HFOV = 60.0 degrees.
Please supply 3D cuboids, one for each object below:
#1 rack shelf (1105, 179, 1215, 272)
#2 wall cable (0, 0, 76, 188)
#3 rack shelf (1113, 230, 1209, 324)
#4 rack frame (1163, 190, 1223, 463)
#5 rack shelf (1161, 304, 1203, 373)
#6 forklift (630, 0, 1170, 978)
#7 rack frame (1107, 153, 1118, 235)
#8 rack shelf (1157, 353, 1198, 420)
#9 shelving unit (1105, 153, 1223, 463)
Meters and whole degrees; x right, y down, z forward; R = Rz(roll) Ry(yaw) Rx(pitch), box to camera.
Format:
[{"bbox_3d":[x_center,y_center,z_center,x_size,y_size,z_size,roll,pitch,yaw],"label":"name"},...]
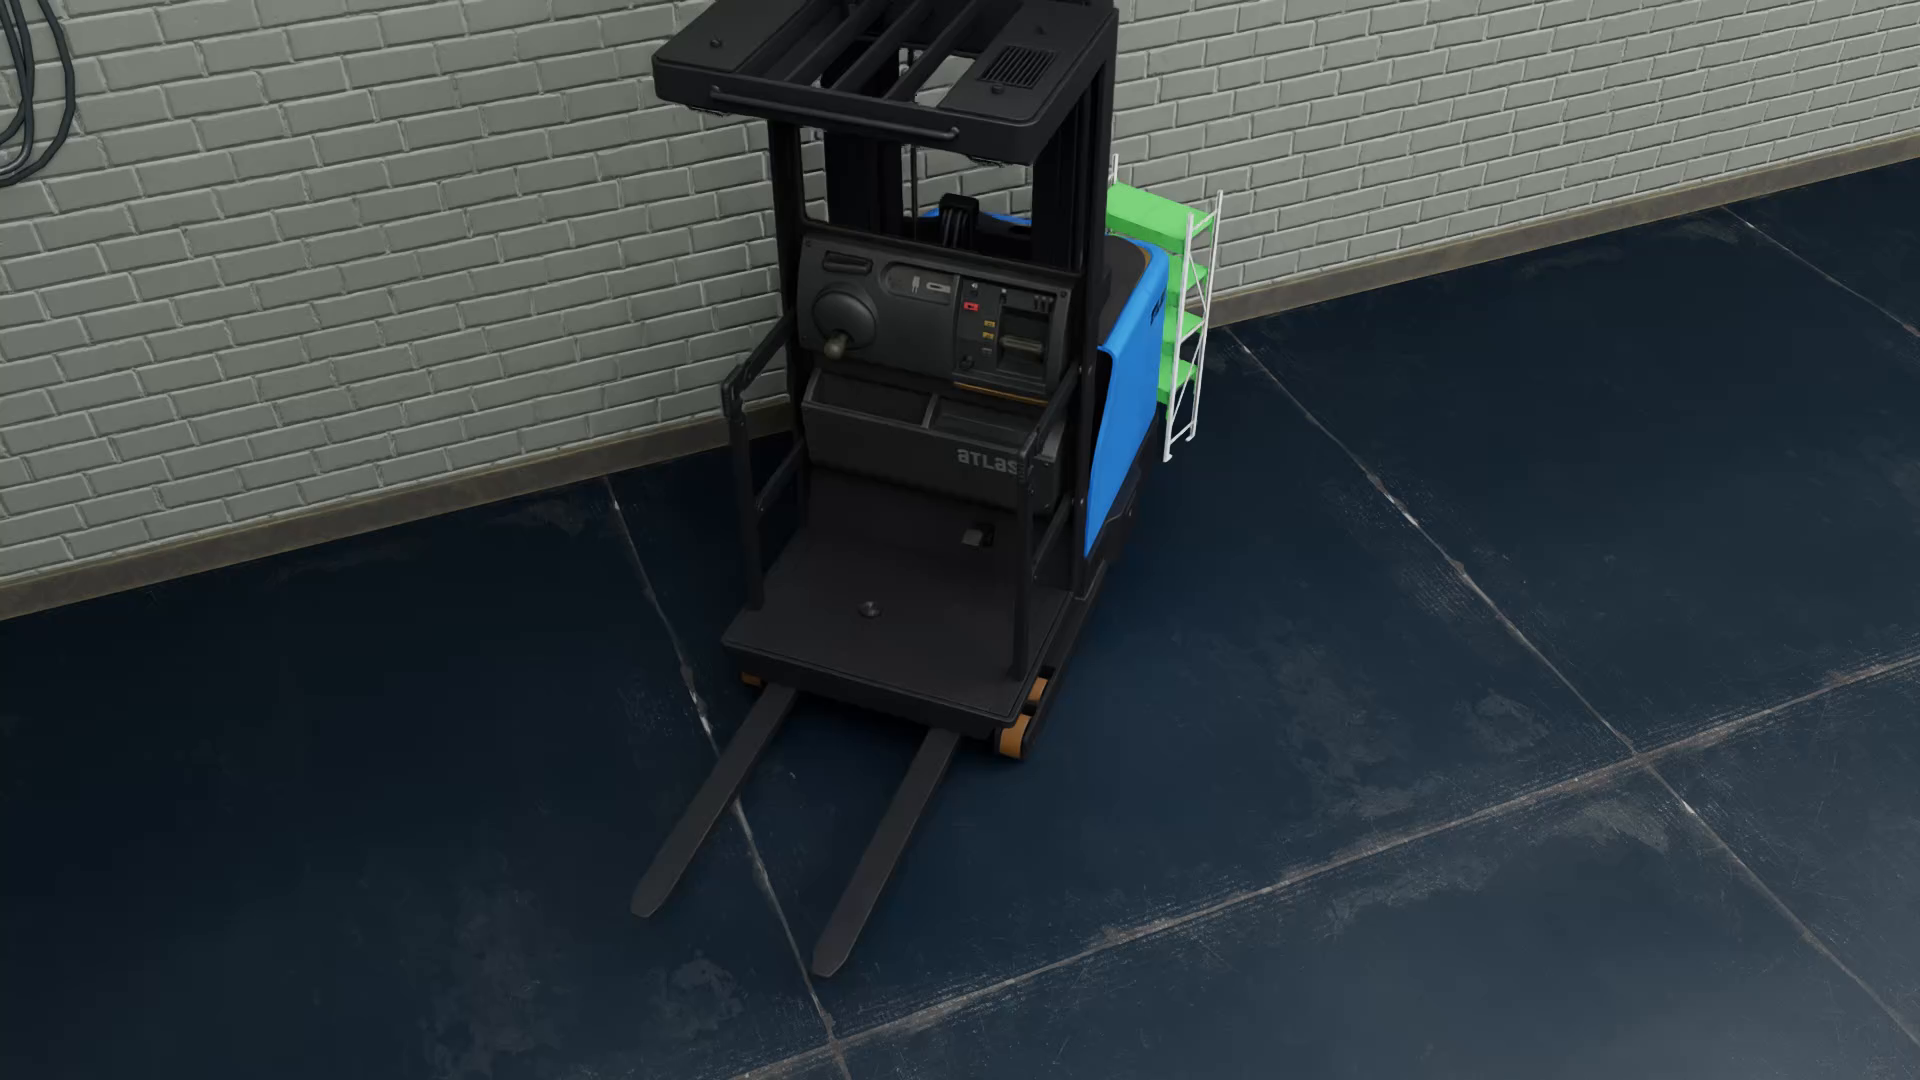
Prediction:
[{"bbox_3d":[0.756,-1.263,6.661,0.480,0.148,0.258,26,47,27],"label":"rack shelf"},{"bbox_3d":[-4.245,-1.763,4.280,3.097,2.526,0.112,-15,43,-17],"label":"wall cable"},{"bbox_3d":[0.756,-1.081,6.817,0.480,0.148,0.258,26,47,27],"label":"rack shelf"},{"bbox_3d":[0.950,-0.852,6.820,0.015,1.200,0.240,26,47,27],"label":"rack frame"},{"bbox_3d":[0.756,-0.899,6.974,0.480,0.148,0.258,26,47,27],"label":"rack shelf"},{"bbox_3d":[-0.167,-0.650,5.258,1.130,2.935,3.031,14,43,15],"label":"forklift"},{"bbox_3d":[0.562,-1.044,7.044,0.015,1.200,0.240,26,47,27],"label":"rack frame"},{"bbox_3d":[0.756,-0.718,7.130,0.480,0.148,0.258,26,47,27],"label":"rack shelf"},{"bbox_3d":[0.756,-0.948,6.932,0.503,1.200,0.258,26,47,27],"label":"shelving unit"}]
